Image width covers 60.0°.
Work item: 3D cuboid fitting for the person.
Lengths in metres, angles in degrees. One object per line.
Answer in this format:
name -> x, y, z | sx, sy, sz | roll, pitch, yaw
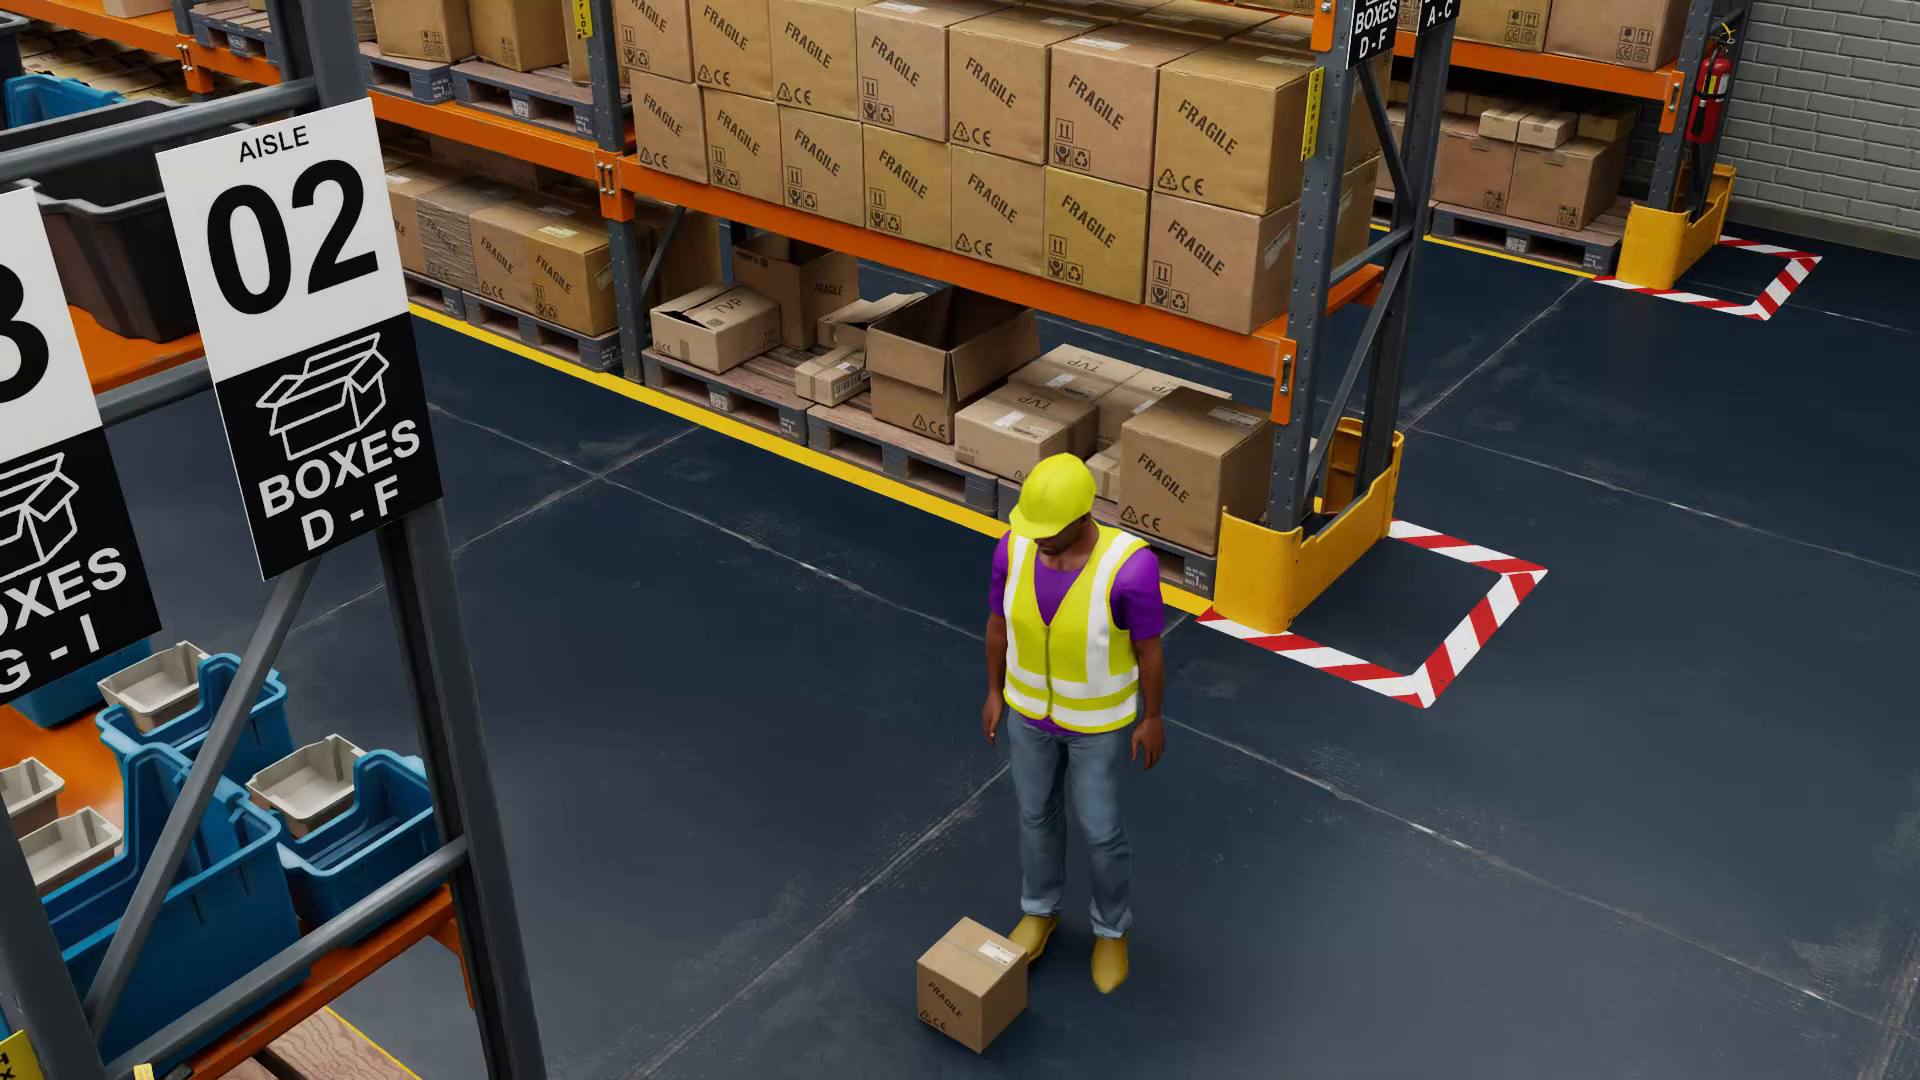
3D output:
person -> -6.371, -1.318, 8.338 | 15.896, 1.823, 0.612 | 16, 34, 25
